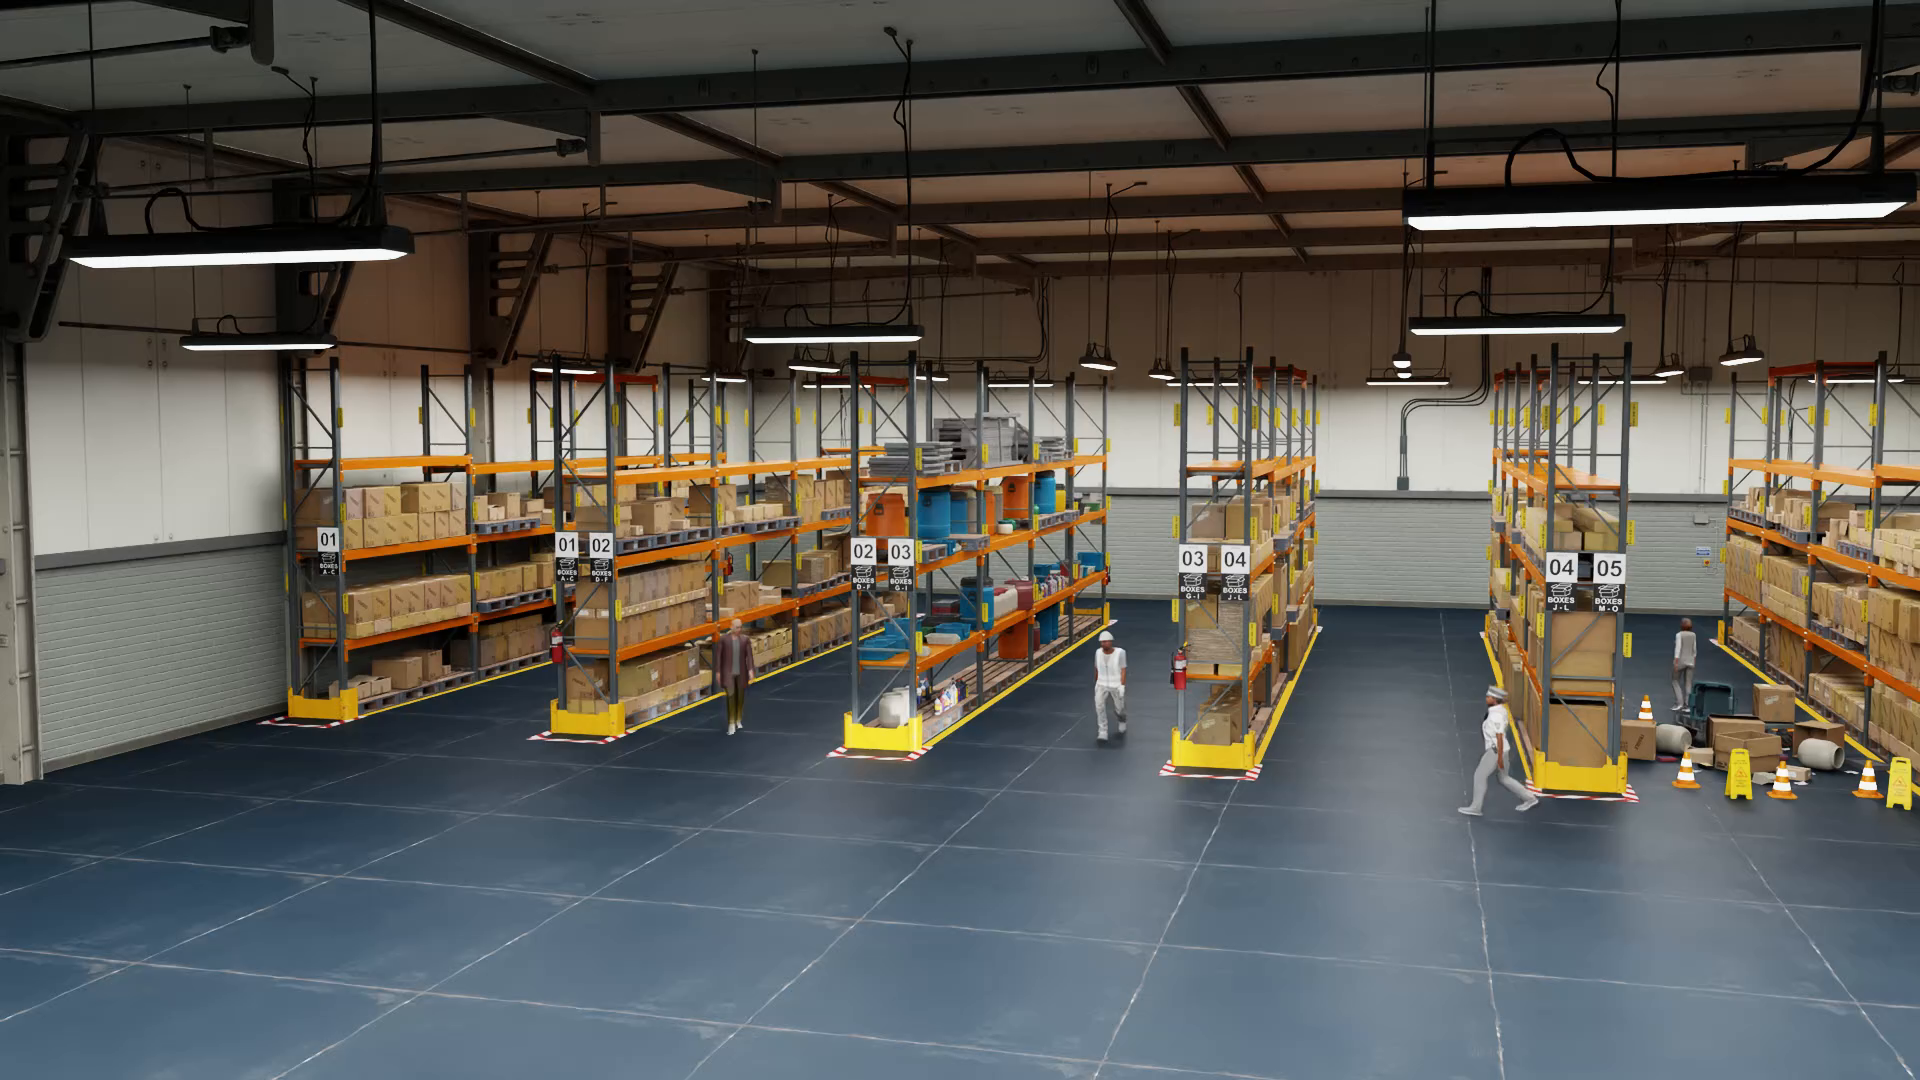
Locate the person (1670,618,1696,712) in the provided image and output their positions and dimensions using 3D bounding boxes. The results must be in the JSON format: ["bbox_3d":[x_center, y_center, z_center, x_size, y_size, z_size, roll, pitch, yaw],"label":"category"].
[{"bbox_3d":[12.334,2.193,28.268,0.446,1.523,0.468,0,4,-5],"label":"person"}]

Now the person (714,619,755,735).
[{"bbox_3d":[-3.586,2.178,26.614,0.612,1.818,0.700,-2,5,-24],"label":"person"}]

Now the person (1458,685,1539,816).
[{"bbox_3d":[6.740,2.639,20.832,0.921,1.643,0.448,1,4,17],"label":"person"}]

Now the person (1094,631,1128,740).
[{"bbox_3d":[2.340,2.260,26.033,0.554,1.673,1.055,2,4,20],"label":"person"}]
